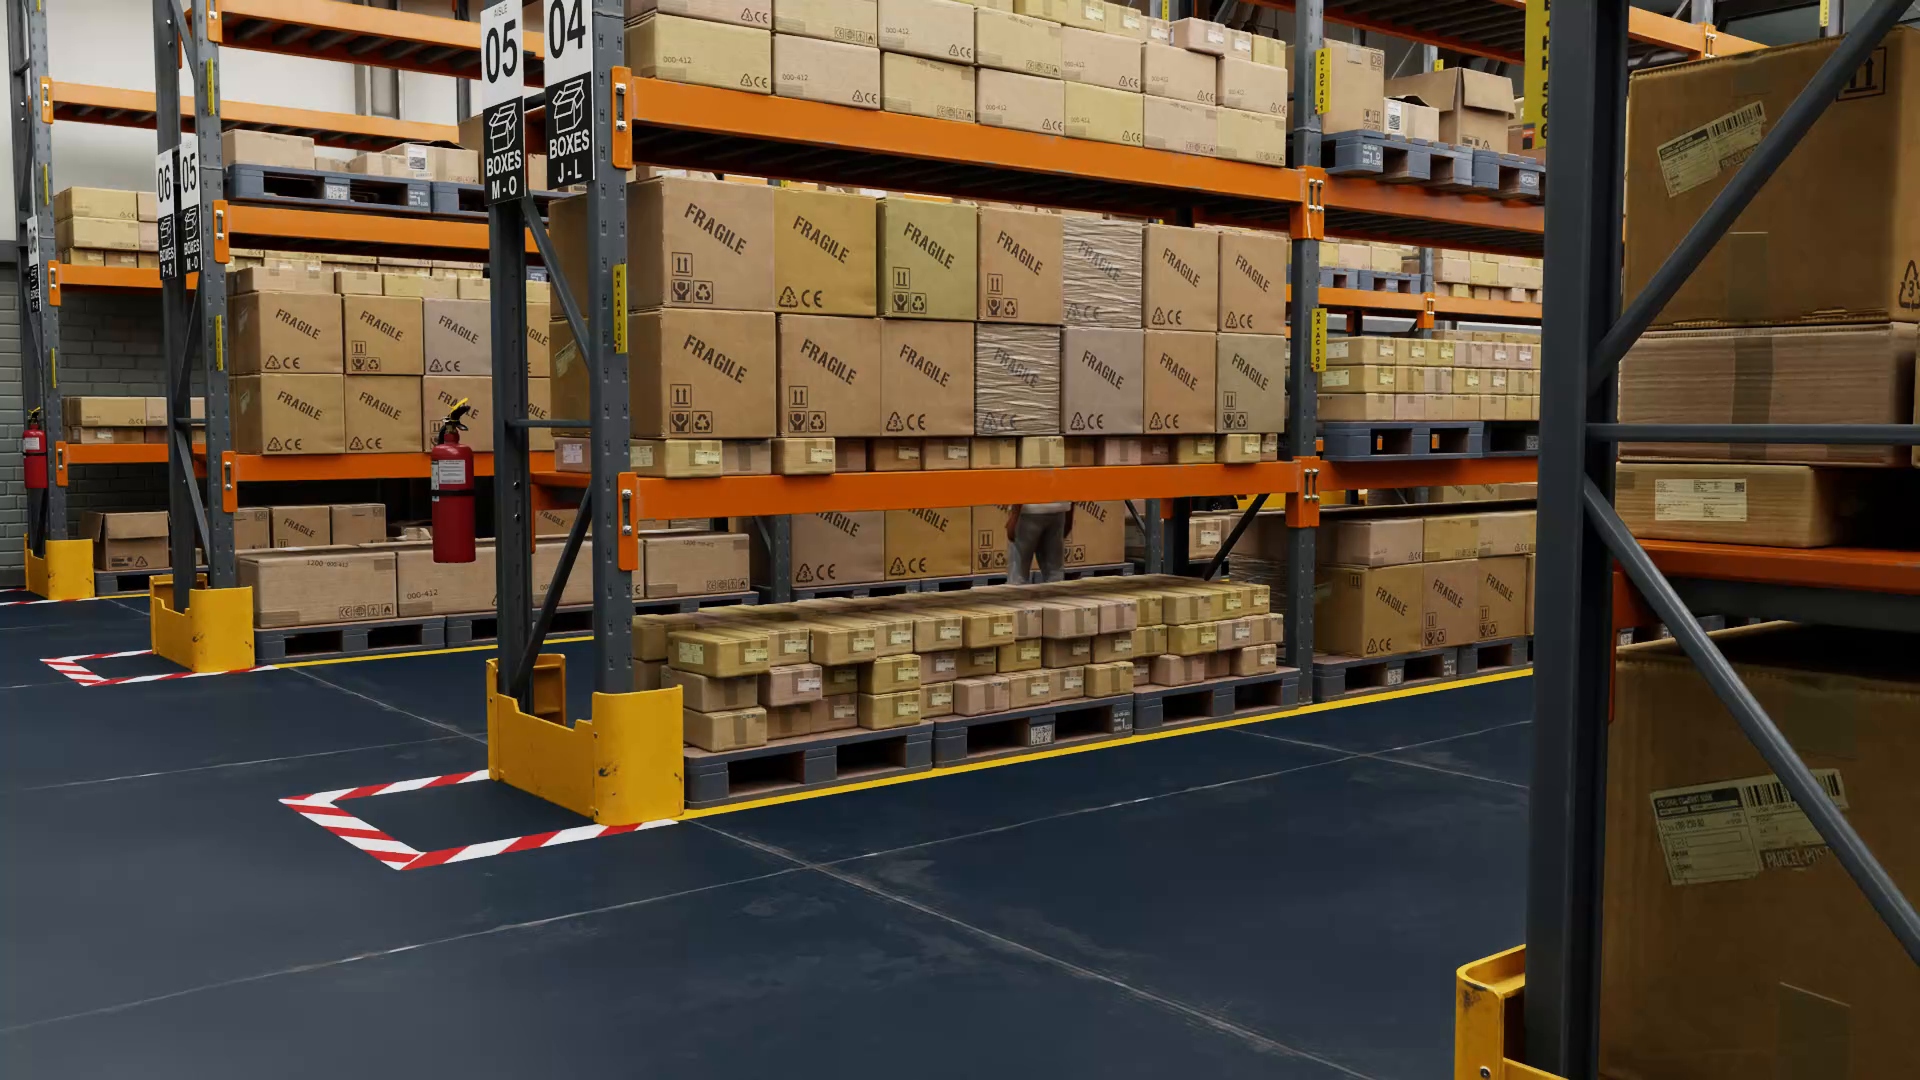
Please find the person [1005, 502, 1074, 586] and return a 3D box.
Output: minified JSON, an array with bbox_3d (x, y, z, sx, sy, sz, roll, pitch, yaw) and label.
[{"bbox_3d":[0.479,-0.183,11.216,0.602,1.770,0.537,-3,5,-39],"label":"person"}]
